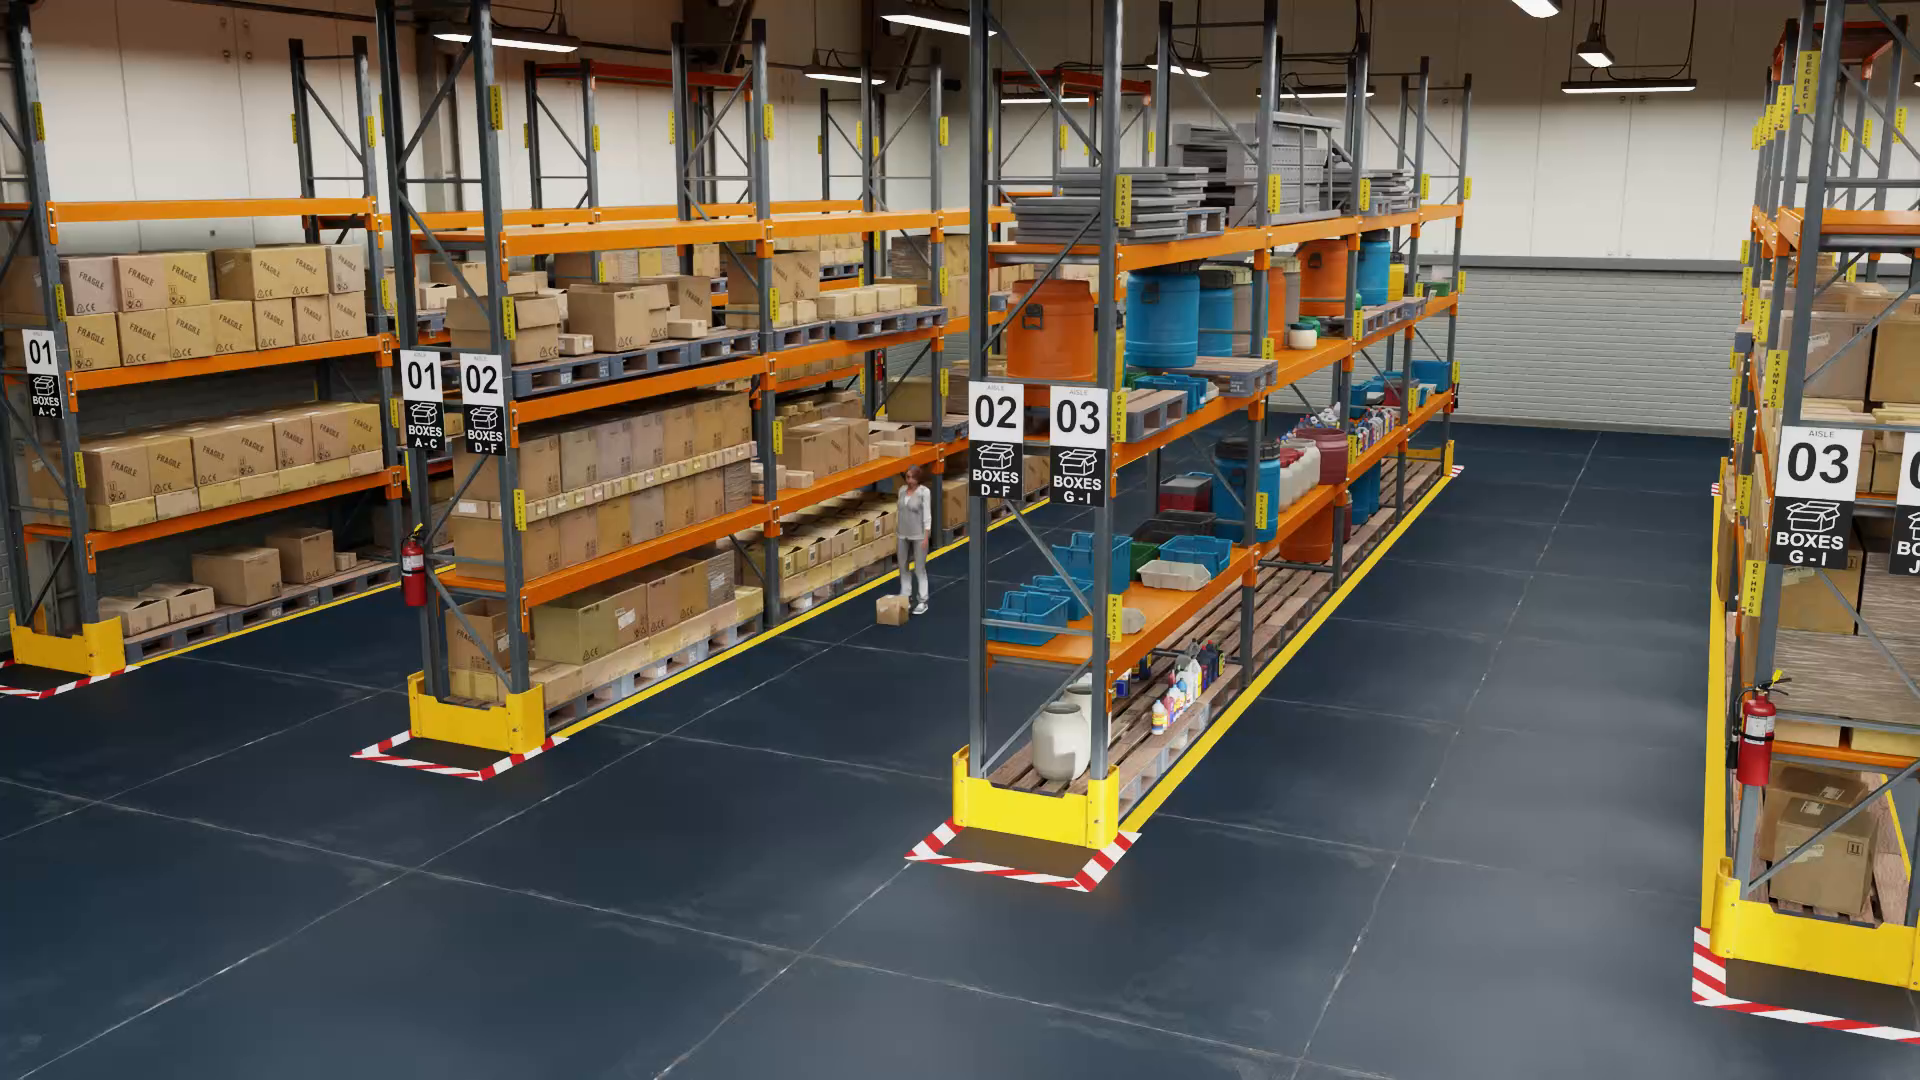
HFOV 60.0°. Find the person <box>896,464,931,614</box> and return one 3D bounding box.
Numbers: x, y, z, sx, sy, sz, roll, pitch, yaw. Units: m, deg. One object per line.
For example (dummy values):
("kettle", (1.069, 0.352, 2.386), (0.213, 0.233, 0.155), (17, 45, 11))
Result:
("person", (-0.491, -0.016, 17.575), (0.405, 1.595, 0.304), (6, 14, 26))
